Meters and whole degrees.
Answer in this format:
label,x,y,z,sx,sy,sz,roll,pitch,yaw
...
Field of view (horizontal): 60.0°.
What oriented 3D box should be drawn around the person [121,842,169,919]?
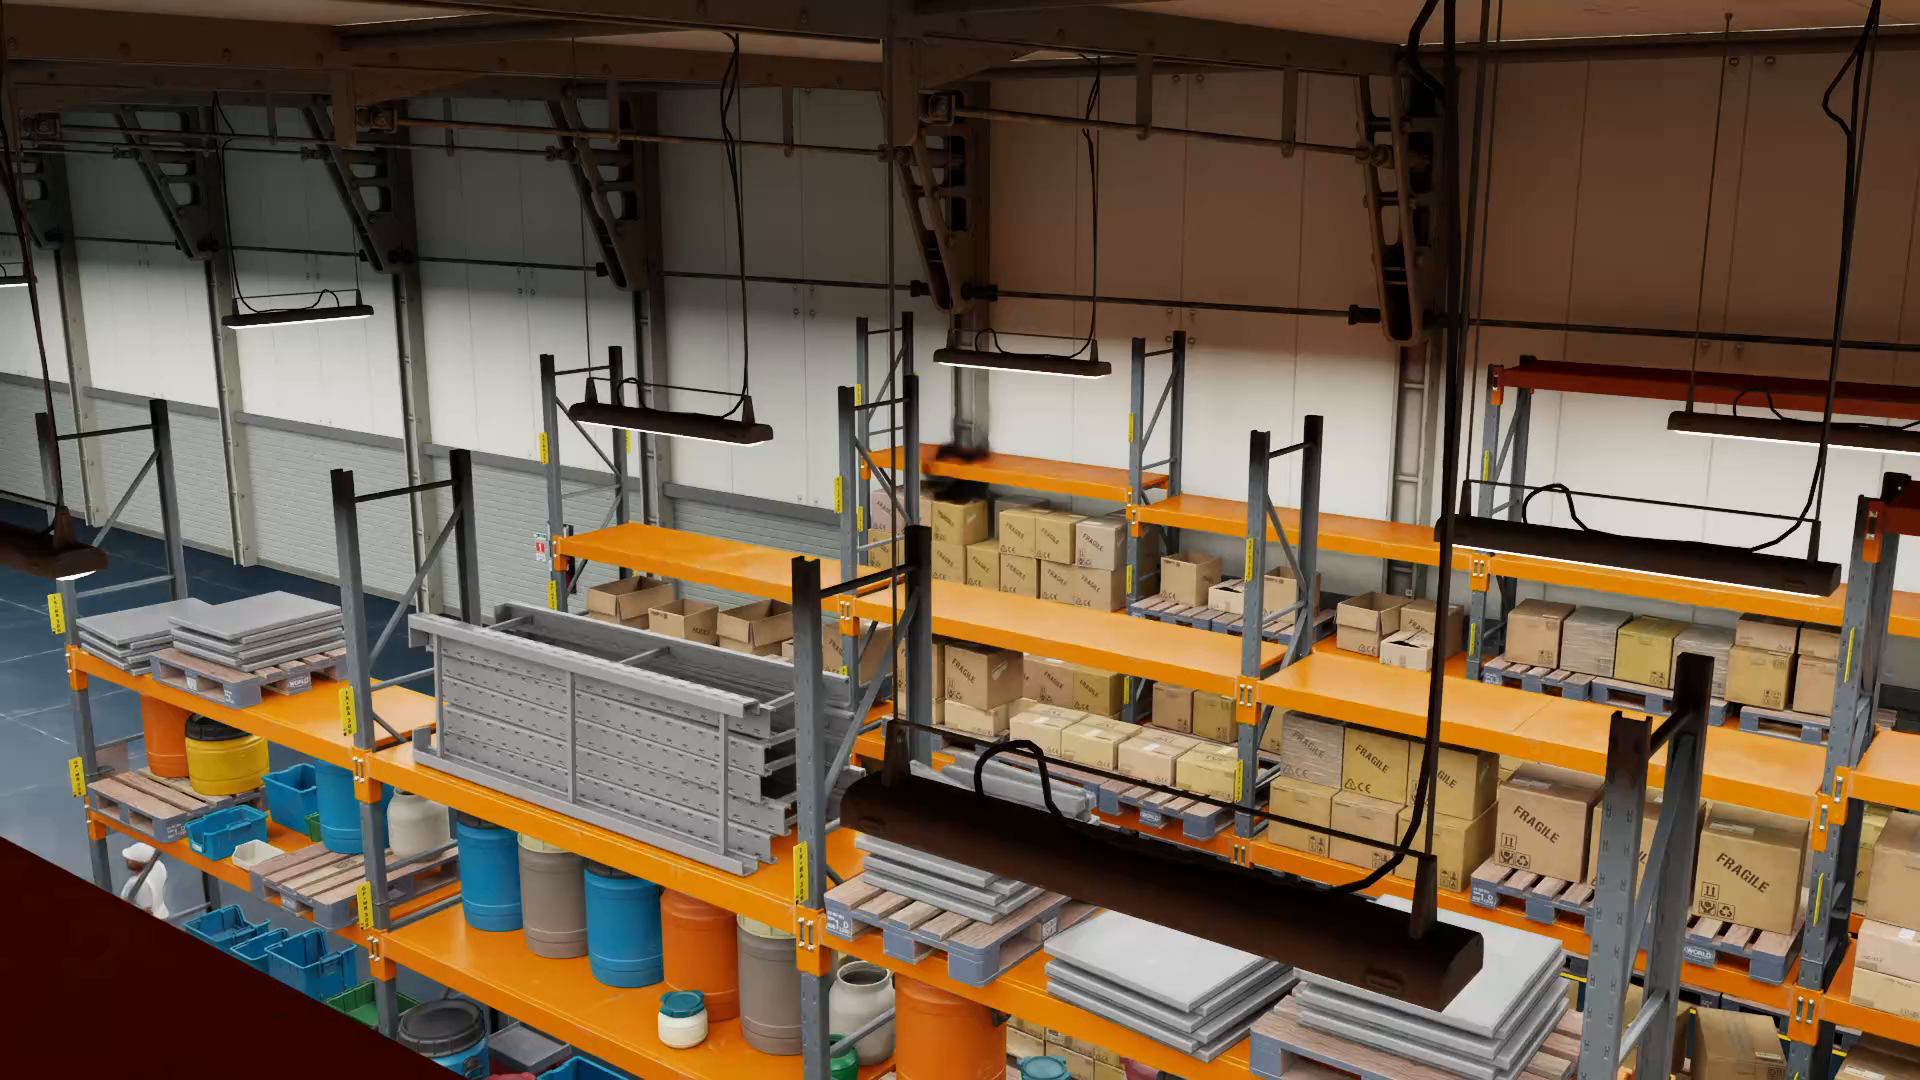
label,x,y,z,sx,sy,sz,roll,pitch,yaw
person,-7.762,3.645,15.727,0.574,1.728,0.747,0,13,-1
